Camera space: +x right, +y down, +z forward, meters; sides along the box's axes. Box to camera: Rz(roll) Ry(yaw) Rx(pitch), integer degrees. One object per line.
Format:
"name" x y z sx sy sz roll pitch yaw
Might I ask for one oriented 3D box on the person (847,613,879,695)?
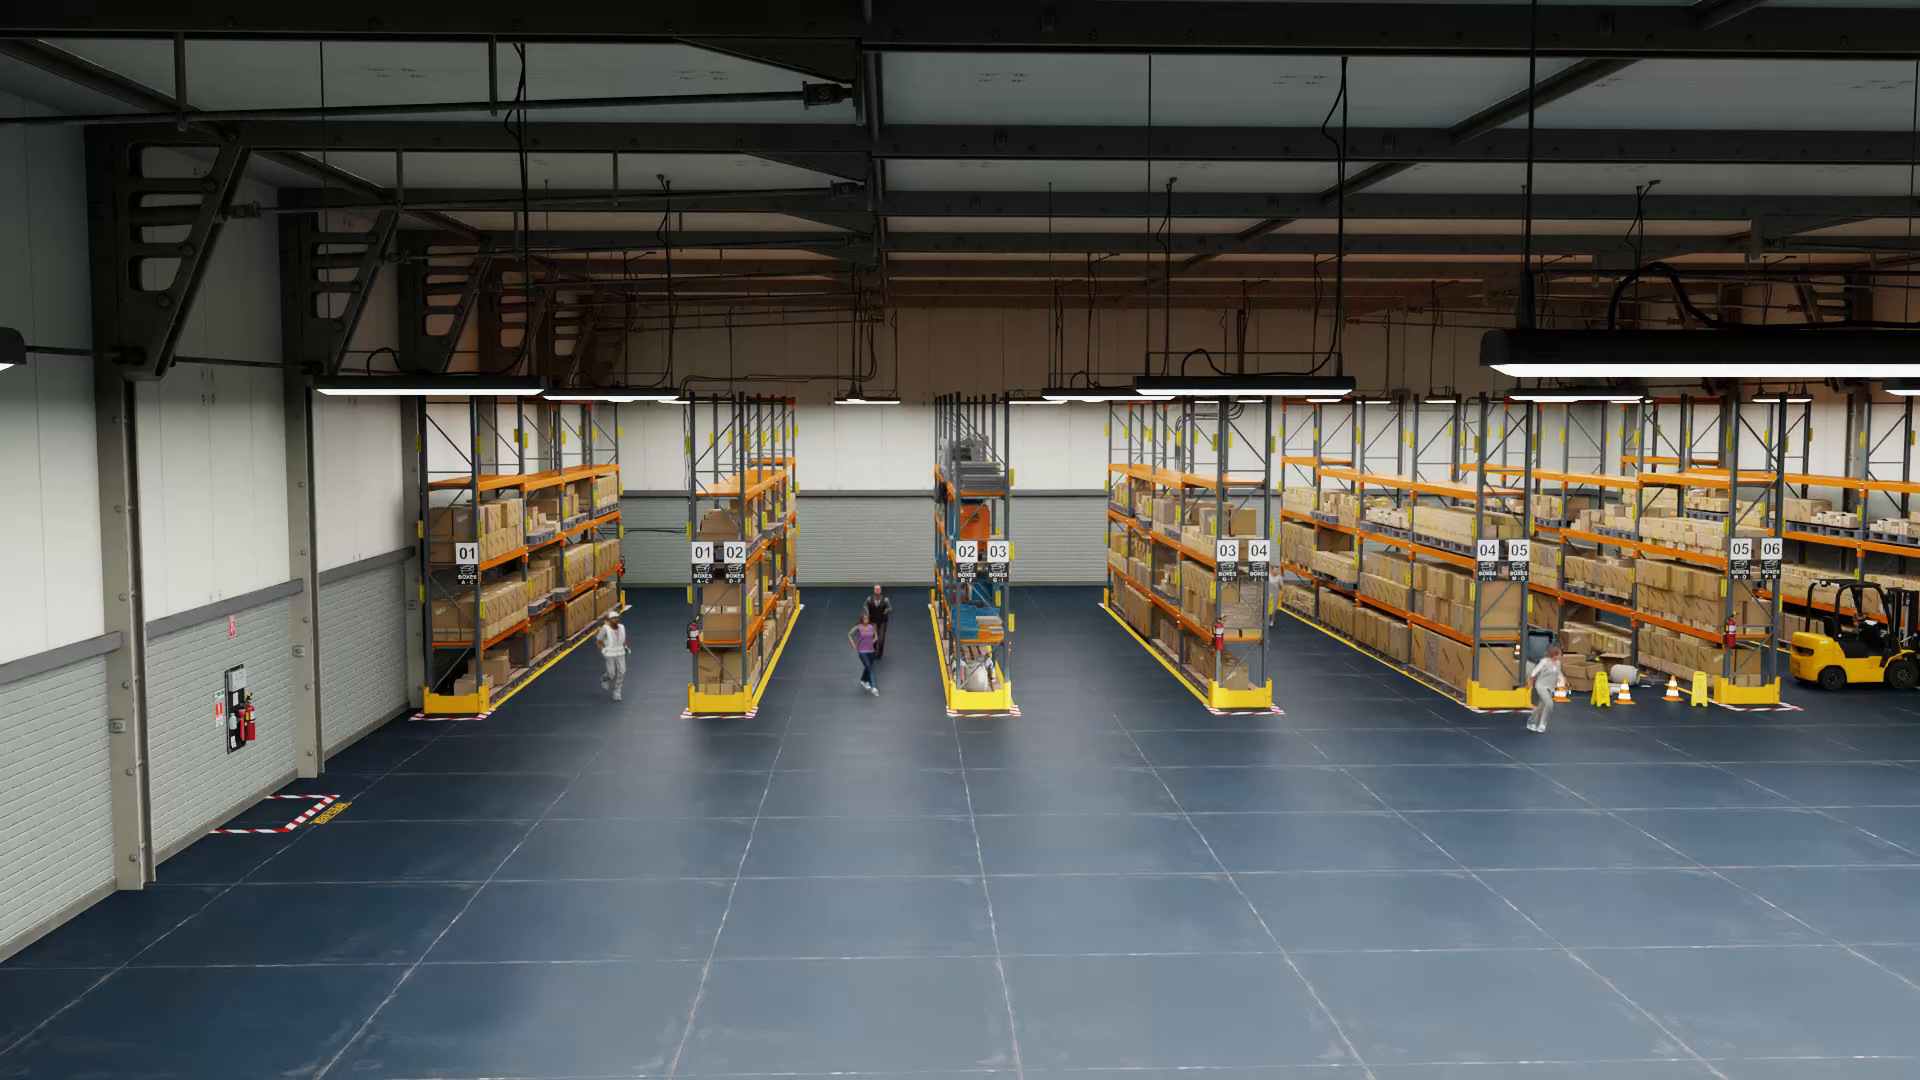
"person" -1.914 2.261 33.235 0.607 1.613 0.781 -3 5 -29

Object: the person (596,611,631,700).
"person" -6.804 2.254 32.598 0.687 1.741 0.746 -3 6 -34

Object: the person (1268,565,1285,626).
"person" 8.139 1.450 43.146 0.558 1.622 0.728 0 5 5

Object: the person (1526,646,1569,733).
"person" 10.279 2.608 29.139 0.507 1.535 0.733 -3 5 -30

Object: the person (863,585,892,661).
"person" -1.857 1.877 37.435 0.672 1.710 0.685 0 5 0
